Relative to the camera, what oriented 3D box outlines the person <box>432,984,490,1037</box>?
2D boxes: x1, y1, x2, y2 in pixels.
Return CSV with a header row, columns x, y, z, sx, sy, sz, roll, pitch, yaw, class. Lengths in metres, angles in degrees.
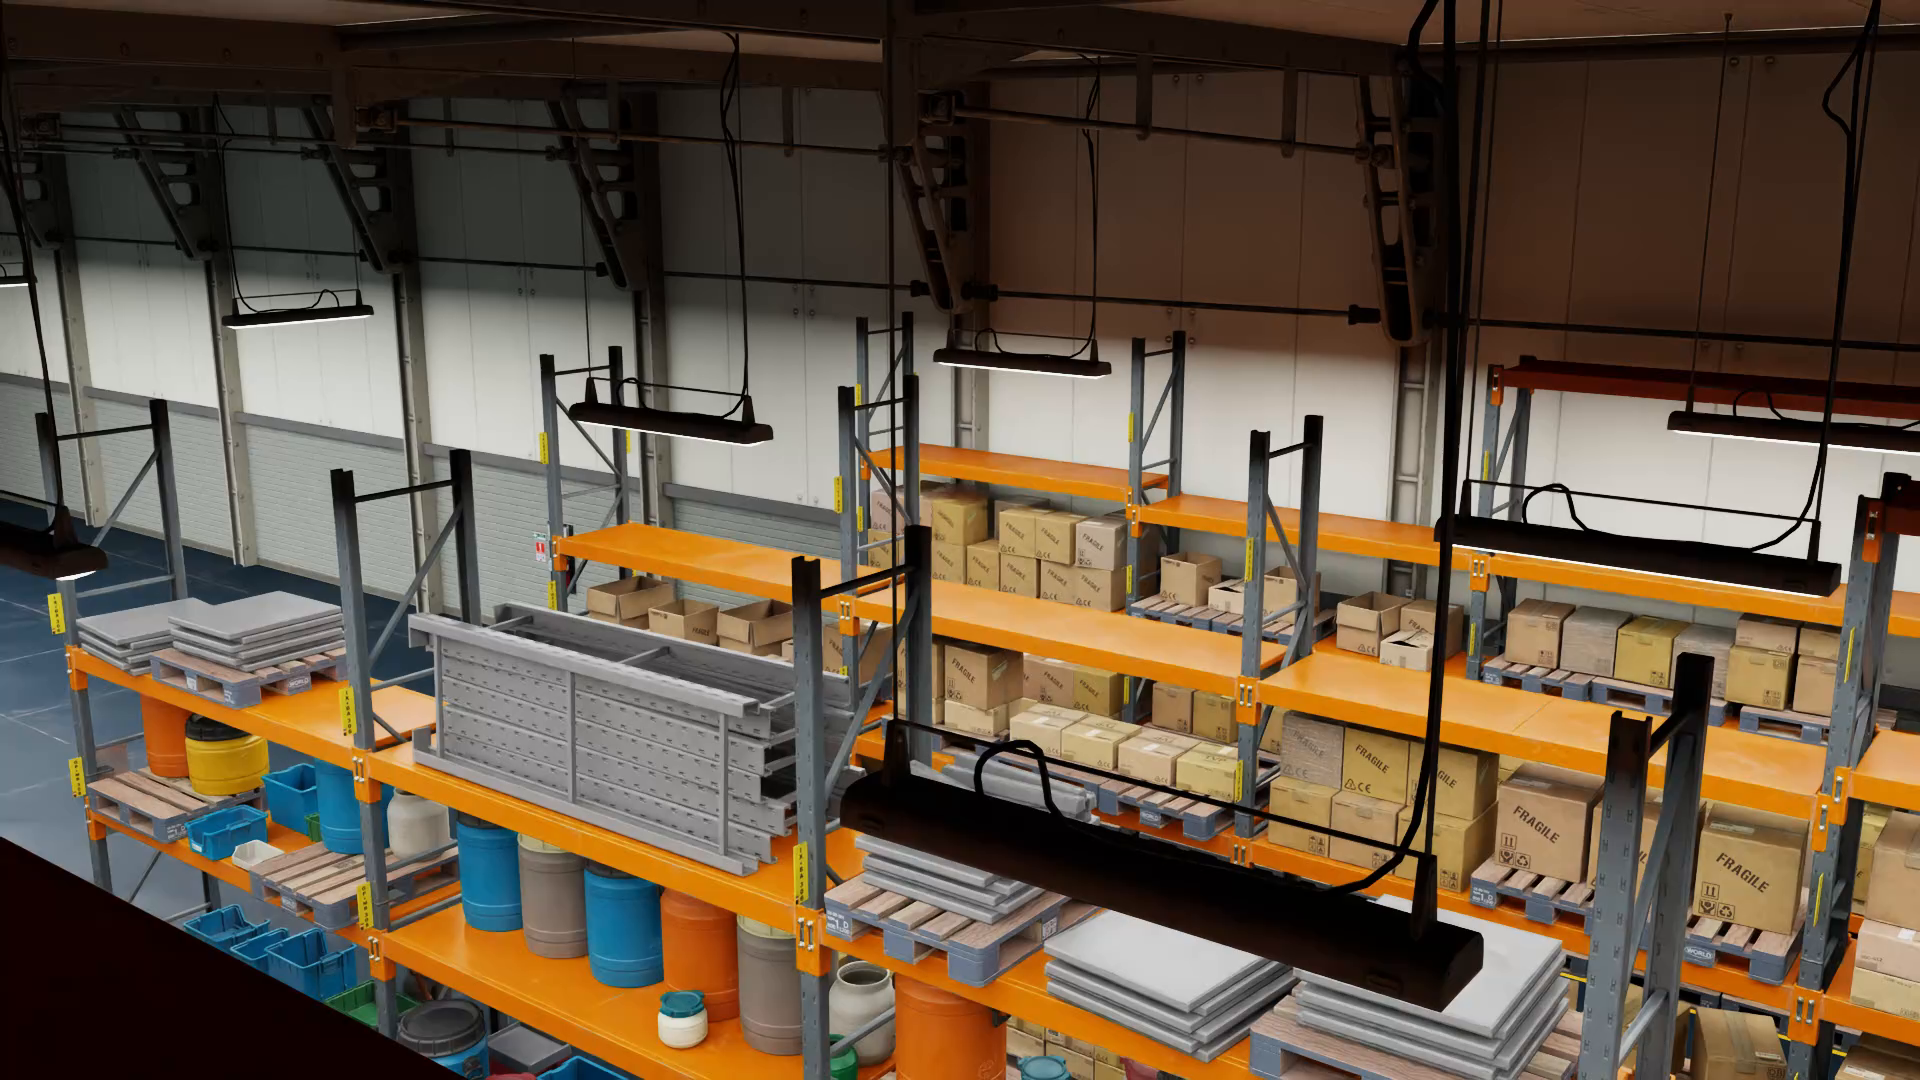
x,y,z,sx,sy,sz,roll,pitch,yaw,class
-4.352,3.983,14.519,1.063,1.575,0.399,4,14,17,person
